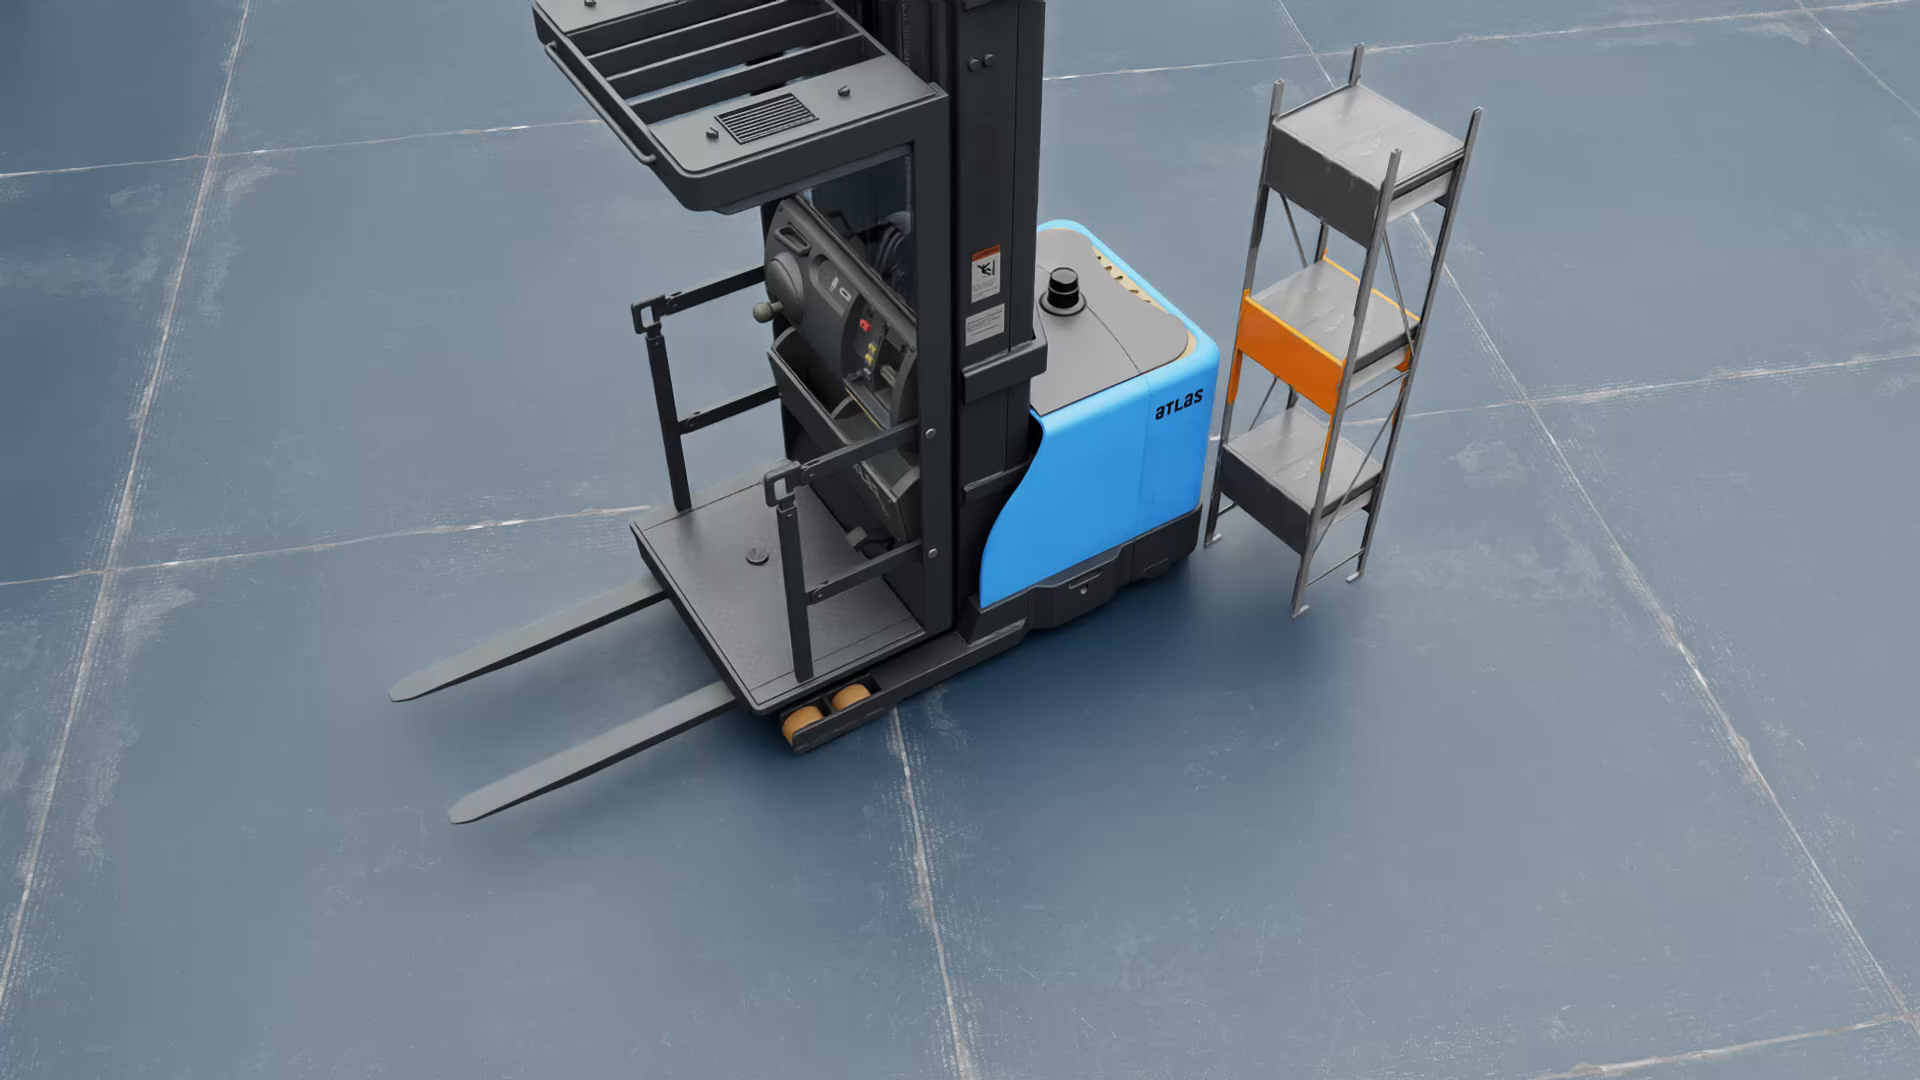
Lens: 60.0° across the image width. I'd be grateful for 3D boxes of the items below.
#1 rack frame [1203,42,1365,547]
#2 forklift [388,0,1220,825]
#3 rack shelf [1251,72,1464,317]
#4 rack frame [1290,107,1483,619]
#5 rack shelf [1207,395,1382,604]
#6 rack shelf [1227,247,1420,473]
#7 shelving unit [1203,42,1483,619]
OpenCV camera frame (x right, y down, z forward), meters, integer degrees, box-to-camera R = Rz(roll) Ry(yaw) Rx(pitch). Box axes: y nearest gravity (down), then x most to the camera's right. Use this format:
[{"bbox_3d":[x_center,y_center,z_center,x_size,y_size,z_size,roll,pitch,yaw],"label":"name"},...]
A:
[{"bbox_3d":[1.149,-0.793,6.056,0.400,2.100,0.015,-29,53,-25],"label":"rack frame"},{"bbox_3d":[-0.577,-0.693,5.382,3.031,2.935,1.130,-24,51,-21],"label":"forklift"},{"bbox_3d":[1.297,-1.130,5.427,0.431,0.518,0.480,-29,53,-25],"label":"rack shelf"},{"bbox_3d":[1.446,-0.514,5.787,0.400,2.100,0.015,-29,53,-25],"label":"rack frame"},{"bbox_3d":[1.297,-0.158,6.435,0.431,0.518,0.480,-29,53,-25],"label":"rack shelf"},{"bbox_3d":[1.297,-0.644,5.931,0.431,0.518,0.480,-29,53,-25],"label":"rack shelf"},{"bbox_3d":[1.297,-0.653,5.921,0.431,2.100,0.503,-29,53,-25],"label":"shelving unit"}]
